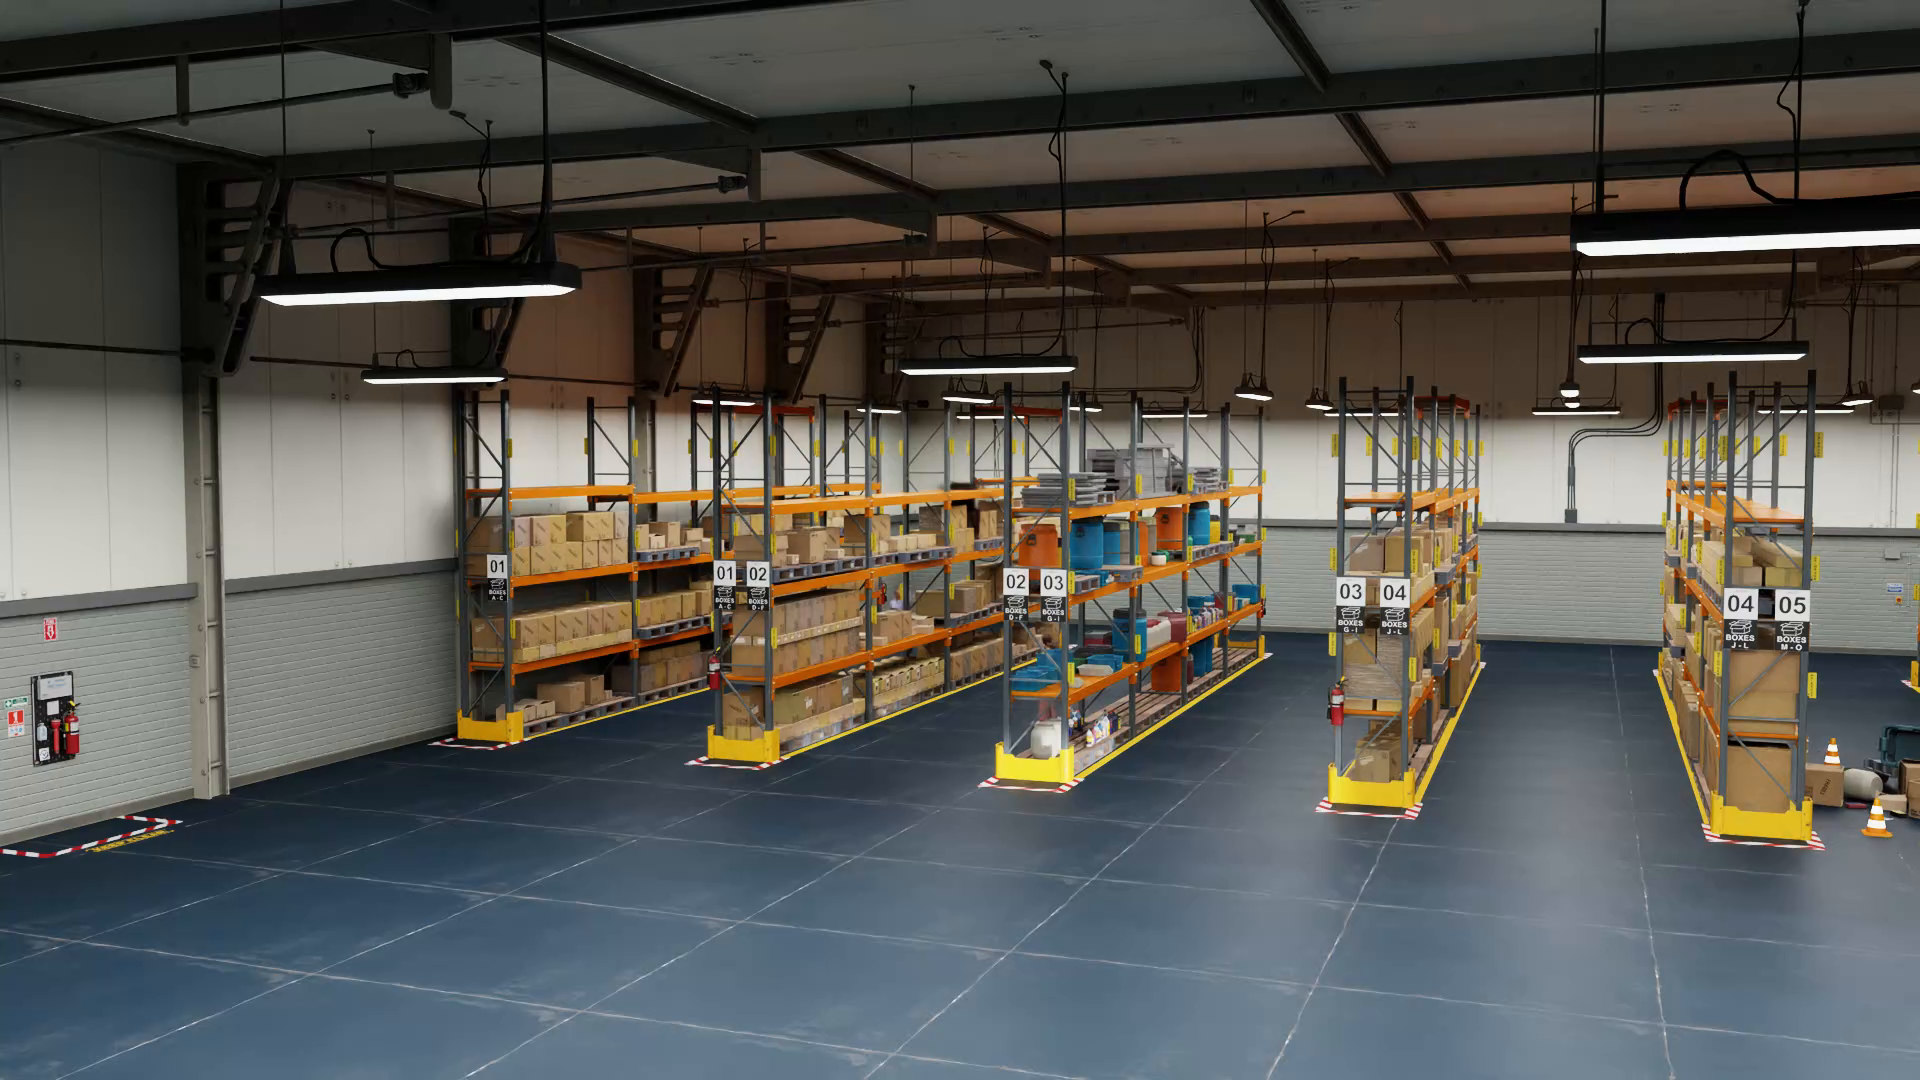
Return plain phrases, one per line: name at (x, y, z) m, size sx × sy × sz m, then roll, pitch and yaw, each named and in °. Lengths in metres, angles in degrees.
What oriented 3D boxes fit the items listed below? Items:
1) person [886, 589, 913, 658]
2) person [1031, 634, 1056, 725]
person at (-1.393, 1.939, 38.539) m, size 0.601 × 1.563 × 0.972 m, roll 1°, pitch 3°, yaw 20°
person at (1.555, 2.541, 30.004) m, size 0.439 × 1.721 × 0.541 m, roll 2°, pitch 4°, yaw 30°
